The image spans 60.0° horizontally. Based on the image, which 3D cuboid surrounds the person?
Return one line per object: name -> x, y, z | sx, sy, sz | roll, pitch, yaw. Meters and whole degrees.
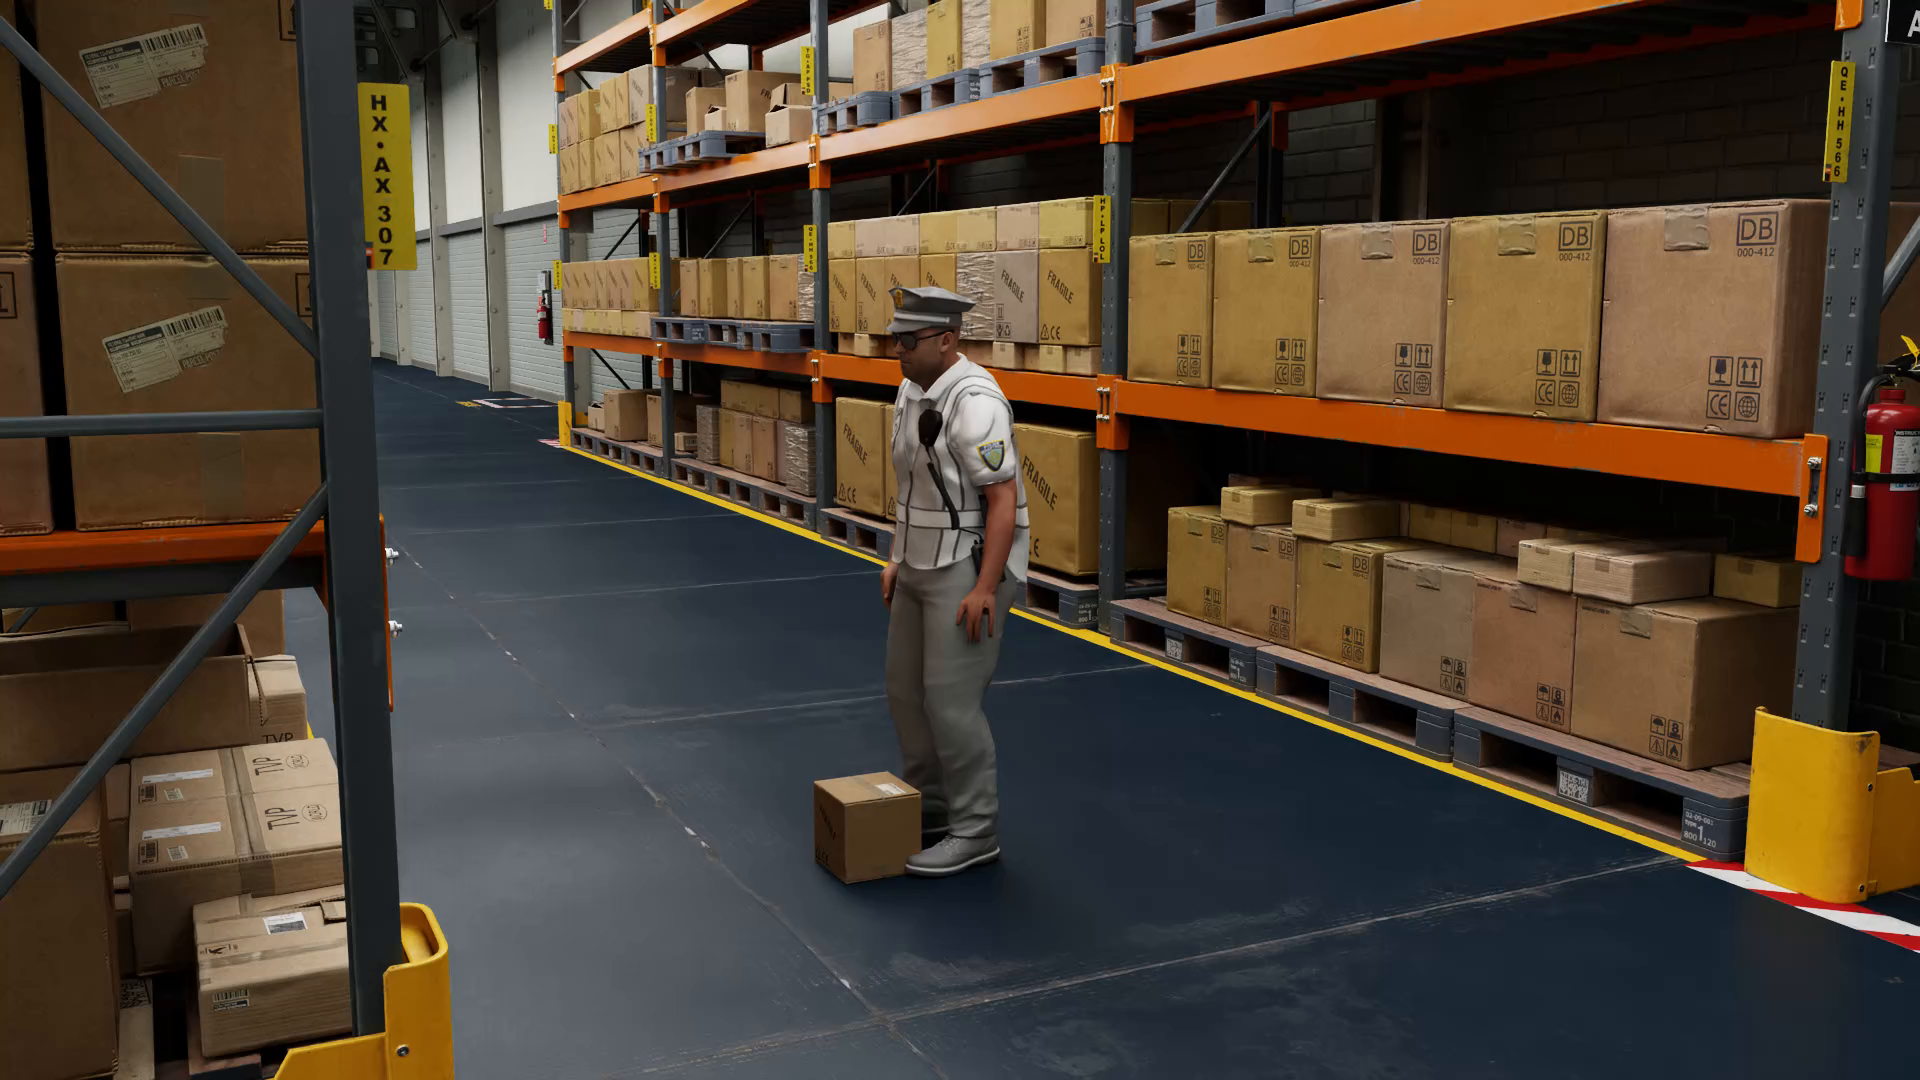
person -> -0.034, 0.110, 5.068 | 0.436, 1.748, 0.606 | -5, 10, -29
